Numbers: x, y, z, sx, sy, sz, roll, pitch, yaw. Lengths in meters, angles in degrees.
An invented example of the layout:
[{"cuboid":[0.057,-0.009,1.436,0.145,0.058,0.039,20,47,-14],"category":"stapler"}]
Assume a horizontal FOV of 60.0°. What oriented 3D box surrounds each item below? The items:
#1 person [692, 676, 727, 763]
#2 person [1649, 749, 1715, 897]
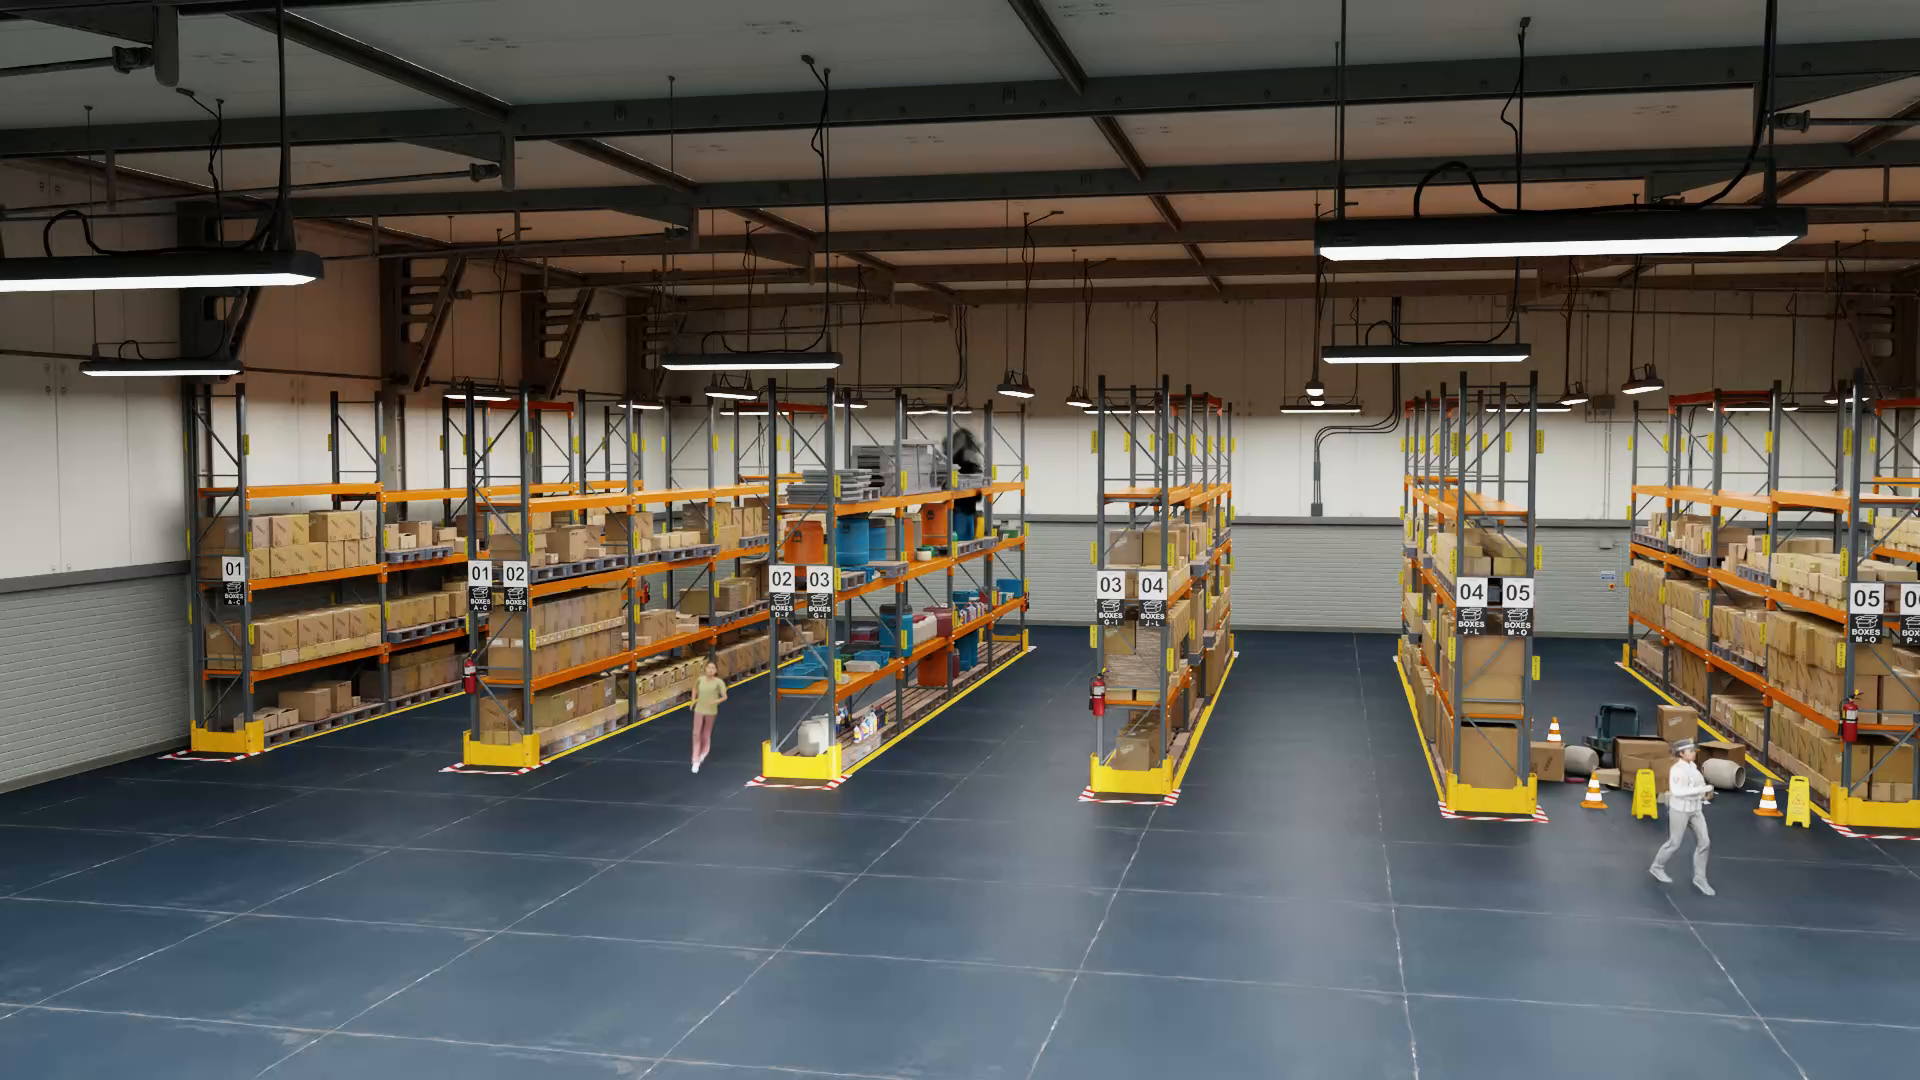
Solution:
[{"cuboid":[-3.877,2.759,25.760,0.532,1.301,0.748,0,3,3],"category":"person"},{"cuboid":[8.136,3.095,18.674,0.599,1.700,0.743,-2,4,-31],"category":"person"}]
